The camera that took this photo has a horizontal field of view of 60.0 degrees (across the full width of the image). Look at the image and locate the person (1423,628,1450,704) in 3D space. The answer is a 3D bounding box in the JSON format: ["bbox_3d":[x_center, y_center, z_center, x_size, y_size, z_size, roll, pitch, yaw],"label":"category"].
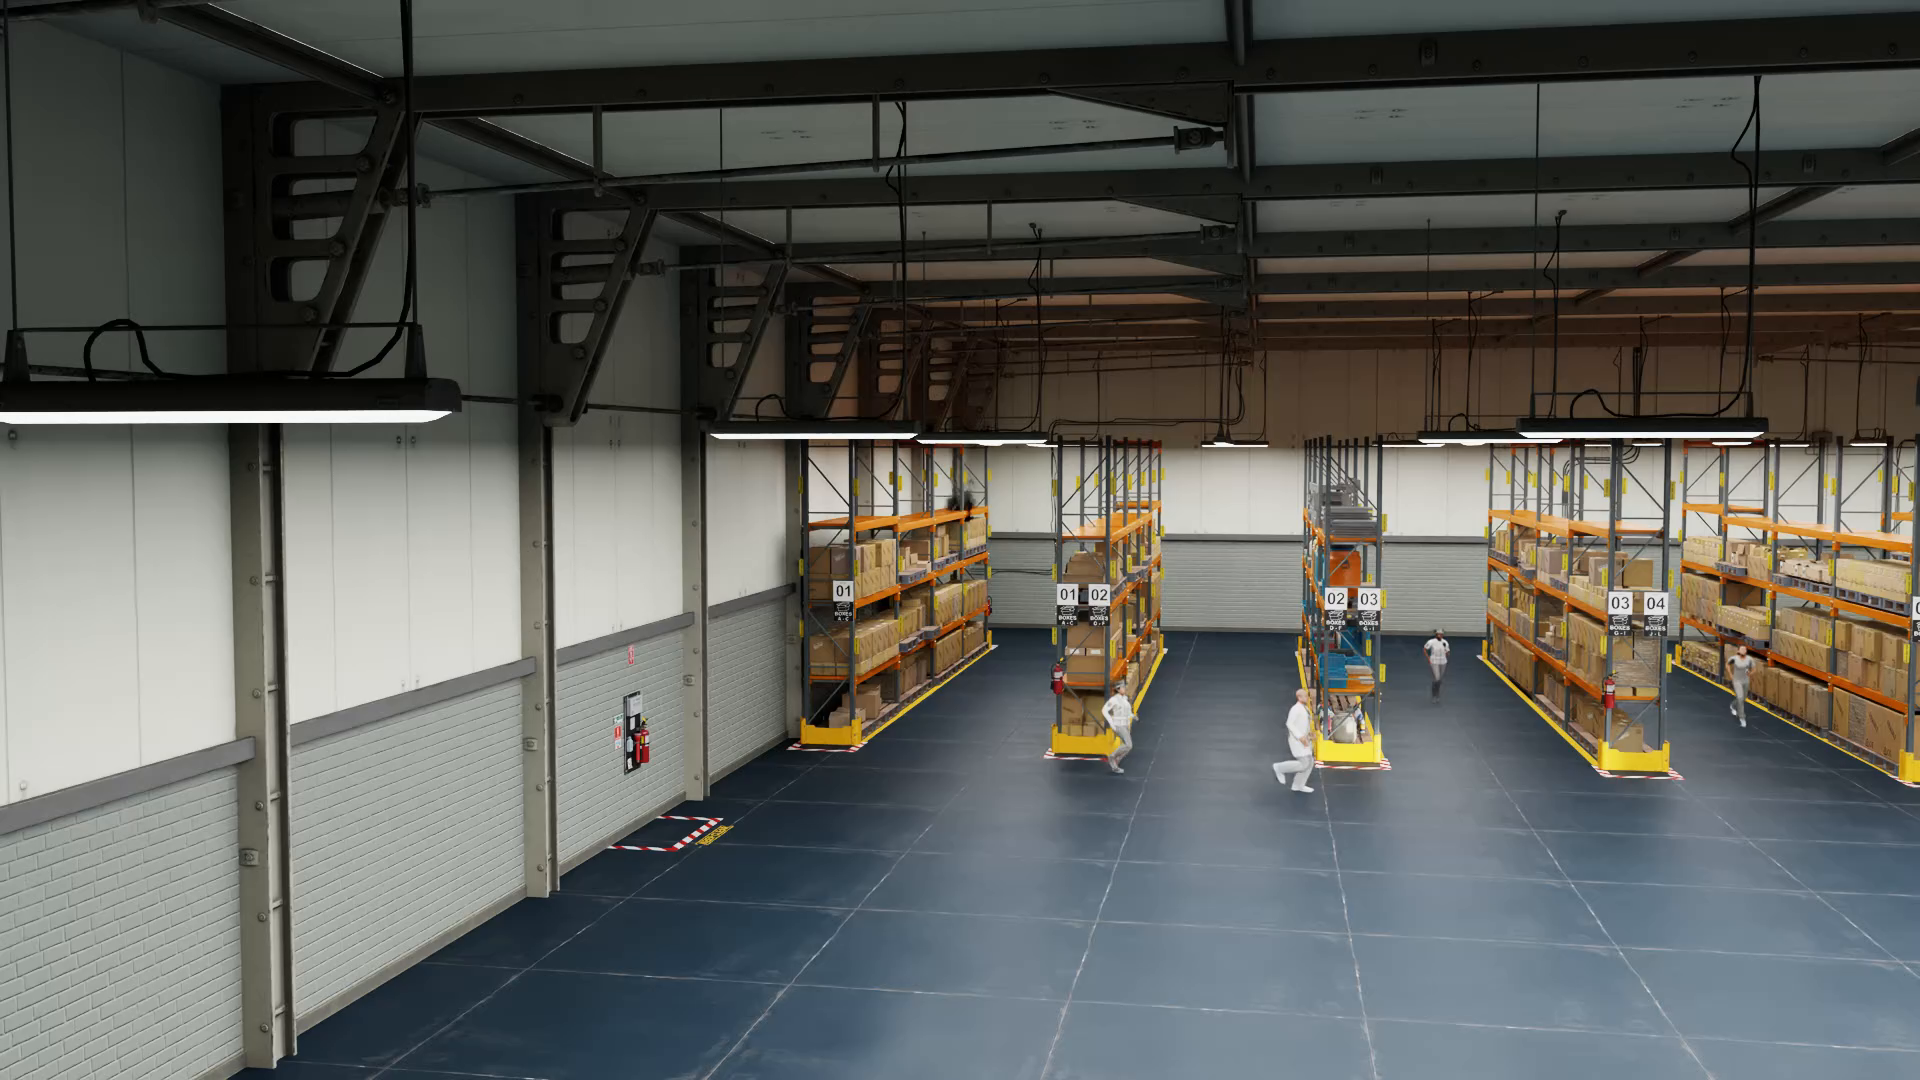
[{"bbox_3d":[10.852,2.848,37.756,0.552,1.742,0.731,0,3,-7],"label":"person"}]

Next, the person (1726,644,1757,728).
[{"bbox_3d":[16.364,3.011,34.821,0.533,1.694,1.085,0,3,4],"label":"person"}]

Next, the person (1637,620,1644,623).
[{"bbox_3d":[16.896,2.616,41.154,0.736,1.789,0.898,0,3,5],"label":"person"}]

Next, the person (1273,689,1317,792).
[{"bbox_3d":[5.622,3.355,27.891,0.672,1.727,0.695,2,4,28],"label":"person"}]

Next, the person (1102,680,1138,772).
[{"bbox_3d":[2.888,3.295,29.402,0.559,1.655,0.607,2,4,37],"label":"person"}]
